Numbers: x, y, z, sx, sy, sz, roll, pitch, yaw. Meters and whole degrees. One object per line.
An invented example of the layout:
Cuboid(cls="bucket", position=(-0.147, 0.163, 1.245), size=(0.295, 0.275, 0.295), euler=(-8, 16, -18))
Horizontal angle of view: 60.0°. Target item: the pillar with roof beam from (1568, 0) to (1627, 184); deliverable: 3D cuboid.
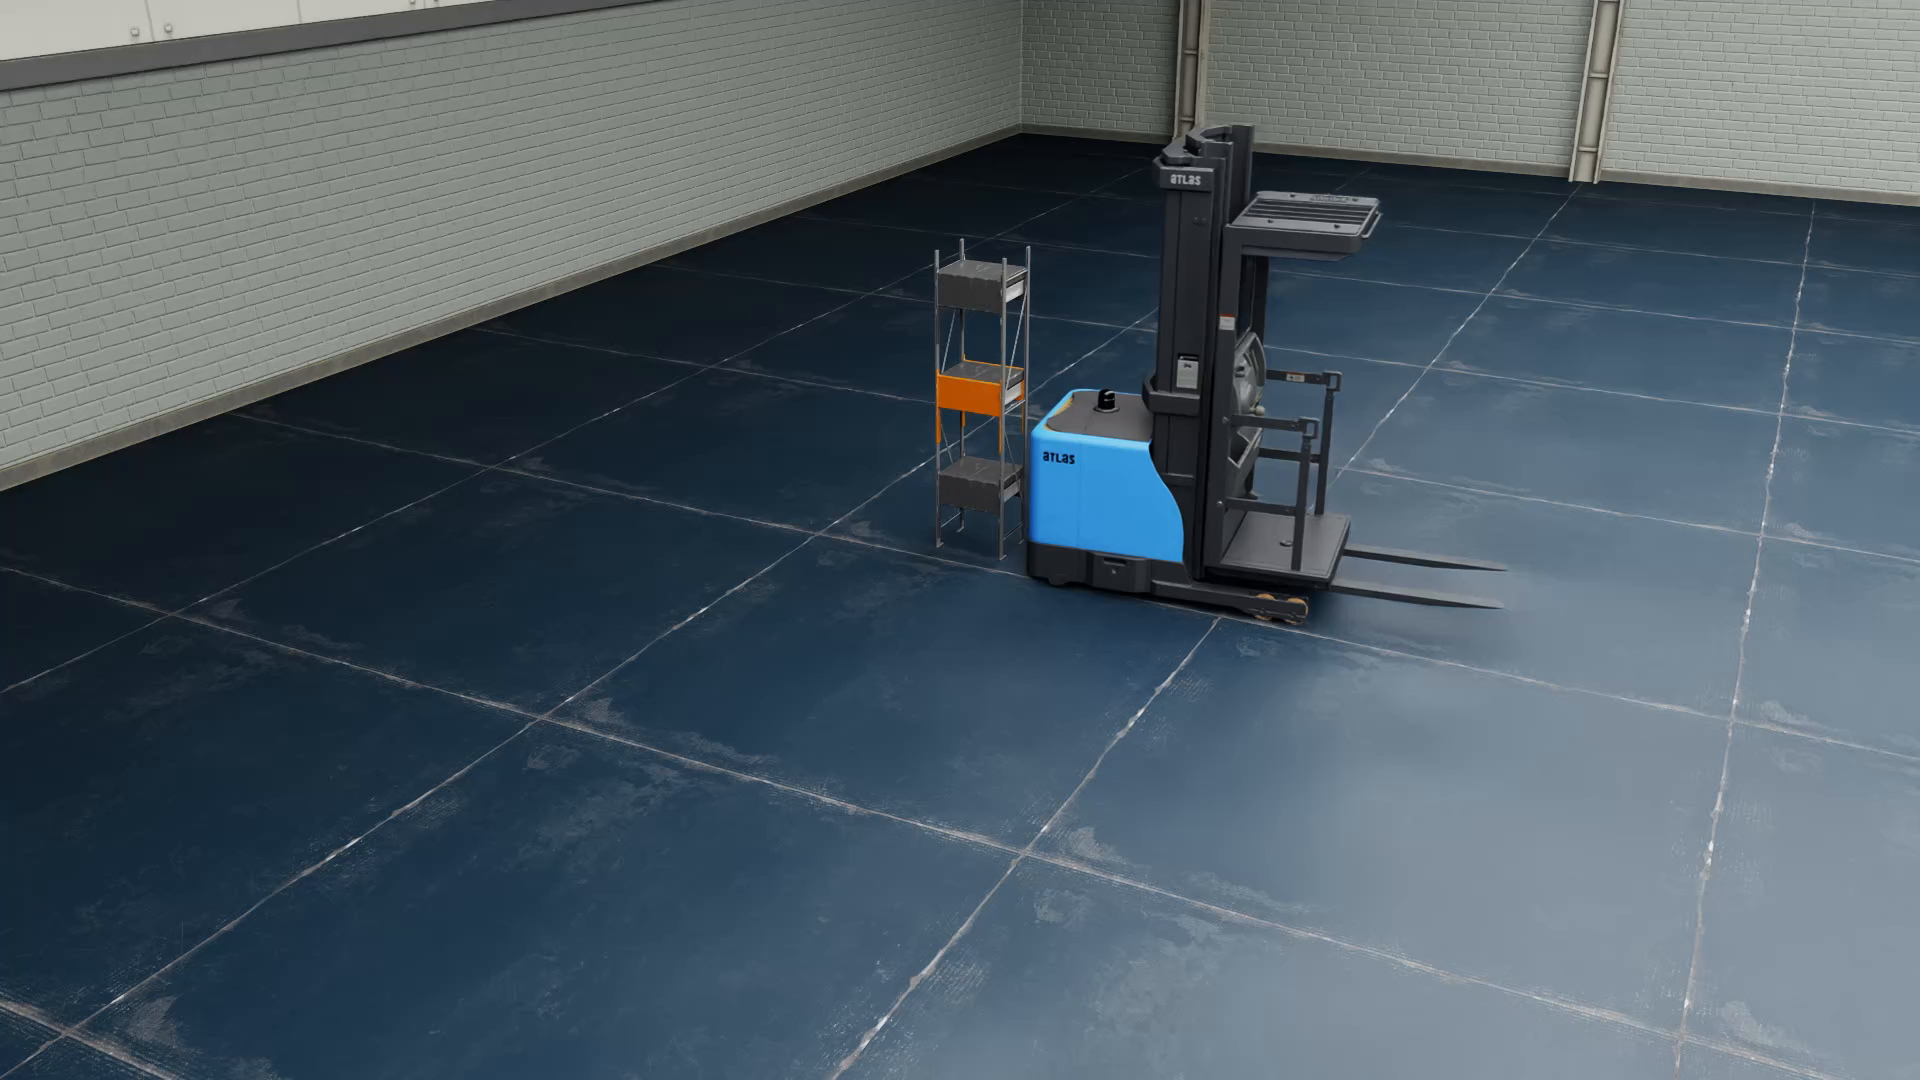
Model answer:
Cuboid(cls="pillar with roof beam", position=(7.025, -7.802, 18.597), size=(0.400, 9.000, 9.100), euler=(11, 25, 25))

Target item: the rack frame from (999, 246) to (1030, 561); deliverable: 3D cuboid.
Cuboid(cls="rack frame", position=(0.365, -0.894, 11.169), size=(0.015, 2.100, 0.400), euler=(11, 25, 25))

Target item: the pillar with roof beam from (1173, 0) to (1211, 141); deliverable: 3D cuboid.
Cuboid(cls="pillar with roof beam", position=(1.671, -8.862, 21.089), size=(0.400, 9.000, 9.100), euler=(11, 25, 25))

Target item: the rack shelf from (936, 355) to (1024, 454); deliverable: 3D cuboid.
Cuboid(cls="rack shelf", position=(0.148, -0.924, 11.276), size=(0.480, 0.518, 0.431), euler=(11, 25, 25))

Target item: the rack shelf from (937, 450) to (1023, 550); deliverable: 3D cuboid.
Cuboid(cls="rack shelf", position=(0.148, -0.280, 11.550), size=(0.480, 0.518, 0.431), euler=(11, 25, 25))

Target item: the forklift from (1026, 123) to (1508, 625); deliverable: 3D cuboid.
Cuboid(cls="forklift", position=(2.015, -1.049, 10.471), size=(3.031, 2.935, 1.130), euler=(8, 24, 18))

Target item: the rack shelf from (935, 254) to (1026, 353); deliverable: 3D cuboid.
Cuboid(cls="rack shelf", position=(0.148, -1.569, 11.002), size=(0.480, 0.518, 0.431), euler=(11, 25, 25))

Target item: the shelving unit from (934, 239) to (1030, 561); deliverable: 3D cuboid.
Cuboid(cls="shelving unit", position=(0.148, -0.937, 11.270), size=(0.503, 2.100, 0.431), euler=(11, 25, 25))

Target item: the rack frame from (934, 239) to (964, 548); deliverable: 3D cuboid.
Cuboid(cls="rack frame", position=(-0.070, -0.980, 11.372), size=(0.015, 2.100, 0.400), euler=(11, 25, 25))
